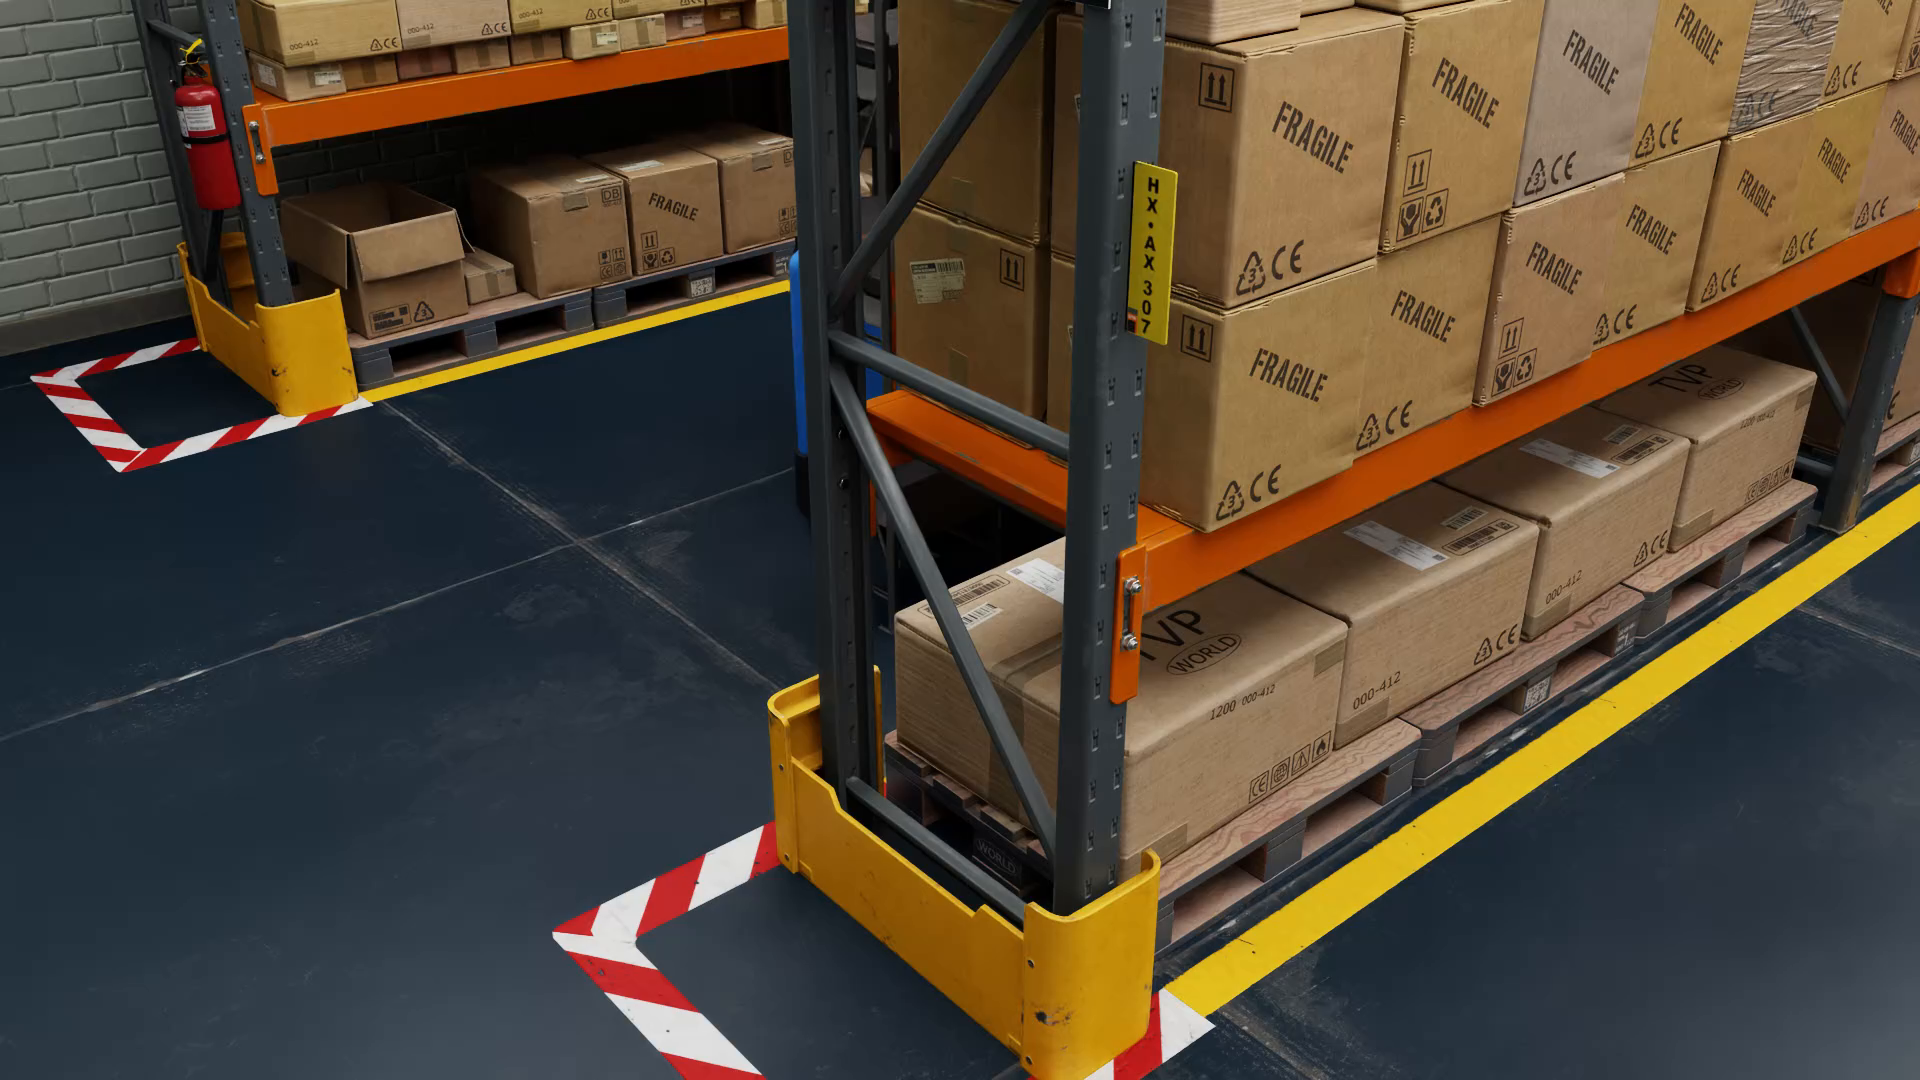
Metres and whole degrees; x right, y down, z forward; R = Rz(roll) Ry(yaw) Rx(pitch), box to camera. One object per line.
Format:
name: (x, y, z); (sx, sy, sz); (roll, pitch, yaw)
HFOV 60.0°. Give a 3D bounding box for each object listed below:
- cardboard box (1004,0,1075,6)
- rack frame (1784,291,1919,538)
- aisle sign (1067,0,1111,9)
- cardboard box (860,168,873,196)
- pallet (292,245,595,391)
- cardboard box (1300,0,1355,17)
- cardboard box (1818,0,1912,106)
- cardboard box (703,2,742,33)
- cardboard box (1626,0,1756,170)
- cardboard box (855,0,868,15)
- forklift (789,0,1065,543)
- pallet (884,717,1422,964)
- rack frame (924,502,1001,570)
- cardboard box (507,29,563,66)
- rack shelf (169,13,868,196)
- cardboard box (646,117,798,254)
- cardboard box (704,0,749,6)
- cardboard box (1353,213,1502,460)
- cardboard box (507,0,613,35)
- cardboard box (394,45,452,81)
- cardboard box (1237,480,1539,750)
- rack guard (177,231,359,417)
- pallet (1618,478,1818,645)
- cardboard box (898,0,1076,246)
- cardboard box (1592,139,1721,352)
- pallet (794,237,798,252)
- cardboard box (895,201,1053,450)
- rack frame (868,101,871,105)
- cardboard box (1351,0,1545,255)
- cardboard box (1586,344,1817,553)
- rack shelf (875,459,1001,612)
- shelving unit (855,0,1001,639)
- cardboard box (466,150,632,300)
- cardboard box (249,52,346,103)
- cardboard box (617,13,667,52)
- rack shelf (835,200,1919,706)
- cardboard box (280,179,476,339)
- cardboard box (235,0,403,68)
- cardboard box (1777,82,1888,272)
cardboard box: (0.137, -1.259, 3.568); (0.250, 0.149, 0.380); (-21, 35, -34)
rack frame: (3.037, -1.530, 5.930); (0.127, 3.000, 1.000); (-22, 35, -35)
aisle sign: (0.128, -1.327, 2.792); (0.004, 0.787, 0.394); (-22, 35, -35)
cardboard box: (-0.420, -1.961, 9.315); (0.250, 0.149, 0.380); (-23, 36, -36)
pallet: (-2.566, -1.122, 8.126); (1.213, 0.211, 1.003); (-22, 35, -35)
cardboard box: (0.597, -1.192, 3.444); (0.250, 0.149, 0.380); (-21, 35, -34)
cardboard box: (2.466, -1.619, 4.931); (0.500, 0.500, 0.500); (-22, 35, -36)
cardboard box: (-1.294, -2.636, 8.267); (0.250, 0.149, 0.380); (-21, 35, -34)
cardboard box: (1.698, -1.310, 4.351); (0.500, 0.500, 0.500); (-22, 35, -35)
cardboard box: (-0.632, -2.834, 8.637); (0.250, 0.149, 0.380); (-21, 34, -34)
forklift: (0.238, -1.959, 6.806); (1.130, 2.935, 3.031); (7, 29, 13)
pallet: (0.552, 0.651, 4.808); (1.213, 0.211, 1.003); (-22, 35, -35)
rack frame: (-0.002, -0.820, 5.557); (0.015, 2.100, 0.400); (-25, 37, -38)
cardboard box: (-2.031, -2.302, 7.642); (0.250, 0.149, 0.380); (-21, 35, -34)
rack shelf: (-1.709, -2.379, 8.283); (4.000, 0.370, 1.077); (-22, 35, -35)
cardboard box: (-1.238, -1.886, 8.803); (0.500, 0.500, 0.700); (-23, 36, -37)
cardboard box: (-1.176, -2.824, 8.195); (0.500, 0.250, 0.500); (-22, 35, -35)
cardboard box: (0.913, -0.559, 4.007); (0.500, 0.500, 0.500); (-22, 35, -36)
cardboard box: (-1.943, -2.503, 7.594); (0.500, 0.250, 0.500); (-23, 36, -36)
cardboard box: (-2.461, -2.163, 7.382); (0.250, 0.149, 0.380); (-22, 35, -36)
cardboard box: (1.122, 0.118, 5.120); (0.875, 0.438, 0.875); (-21, 34, -34)
rack guard: (-3.172, -1.006, 7.601); (0.348, 0.500, 1.175); (-22, 35, -35)
pallet: (2.408, -0.095, 6.205); (1.213, 0.211, 1.003); (-22, 35, -35)
cardboard box: (0.207, -1.024, 3.817); (0.500, 0.500, 0.500); (-21, 34, -33)
cardboard box: (1.681, -0.867, 4.584); (0.500, 0.500, 0.500); (-21, 34, -33)
pallet: (-0.710, -1.869, 9.523); (1.213, 0.211, 1.003); (-22, 35, -35)
cardboard box: (0.190, -0.593, 4.071); (0.500, 0.500, 0.500); (-22, 35, -35)
rack frame: (-0.187, -3.308, 9.258); (0.127, 3.000, 1.000); (-22, 35, -35)
cardboard box: (0.933, -0.997, 3.765); (0.500, 0.500, 0.500); (-23, 36, -36)
cardboard box: (2.490, -0.431, 6.148); (0.875, 0.438, 0.875); (-22, 35, -36)
rack shelf: (-0.177, -0.111, 5.743); (0.480, 0.518, 0.431); (-25, 37, -38)
shelving unit: (-0.177, -0.740, 5.407); (0.503, 2.100, 0.431); (-25, 37, -38)
cardboard box: (-2.028, -1.568, 8.209); (0.500, 0.500, 0.700); (-20, 34, -33)
cardboard box: (-2.802, -1.976, 7.032); (0.250, 0.149, 0.380); (-22, 35, -35)
cardboard box: (-1.603, -2.440, 7.900); (0.250, 0.149, 0.380); (-21, 35, -34)
rack shelf: (1.516, -0.601, 4.955); (4.000, 0.370, 1.077); (-22, 35, -35)
cardboard box: (-2.703, -1.322, 7.745); (0.637, 0.503, 0.797); (-24, 36, -37)
cardboard box: (-2.710, -2.192, 7.013); (0.500, 0.250, 0.500); (-22, 35, -35)
cardboard box: (2.463, -1.181, 5.171); (0.500, 0.500, 0.500); (-23, 36, -36)
